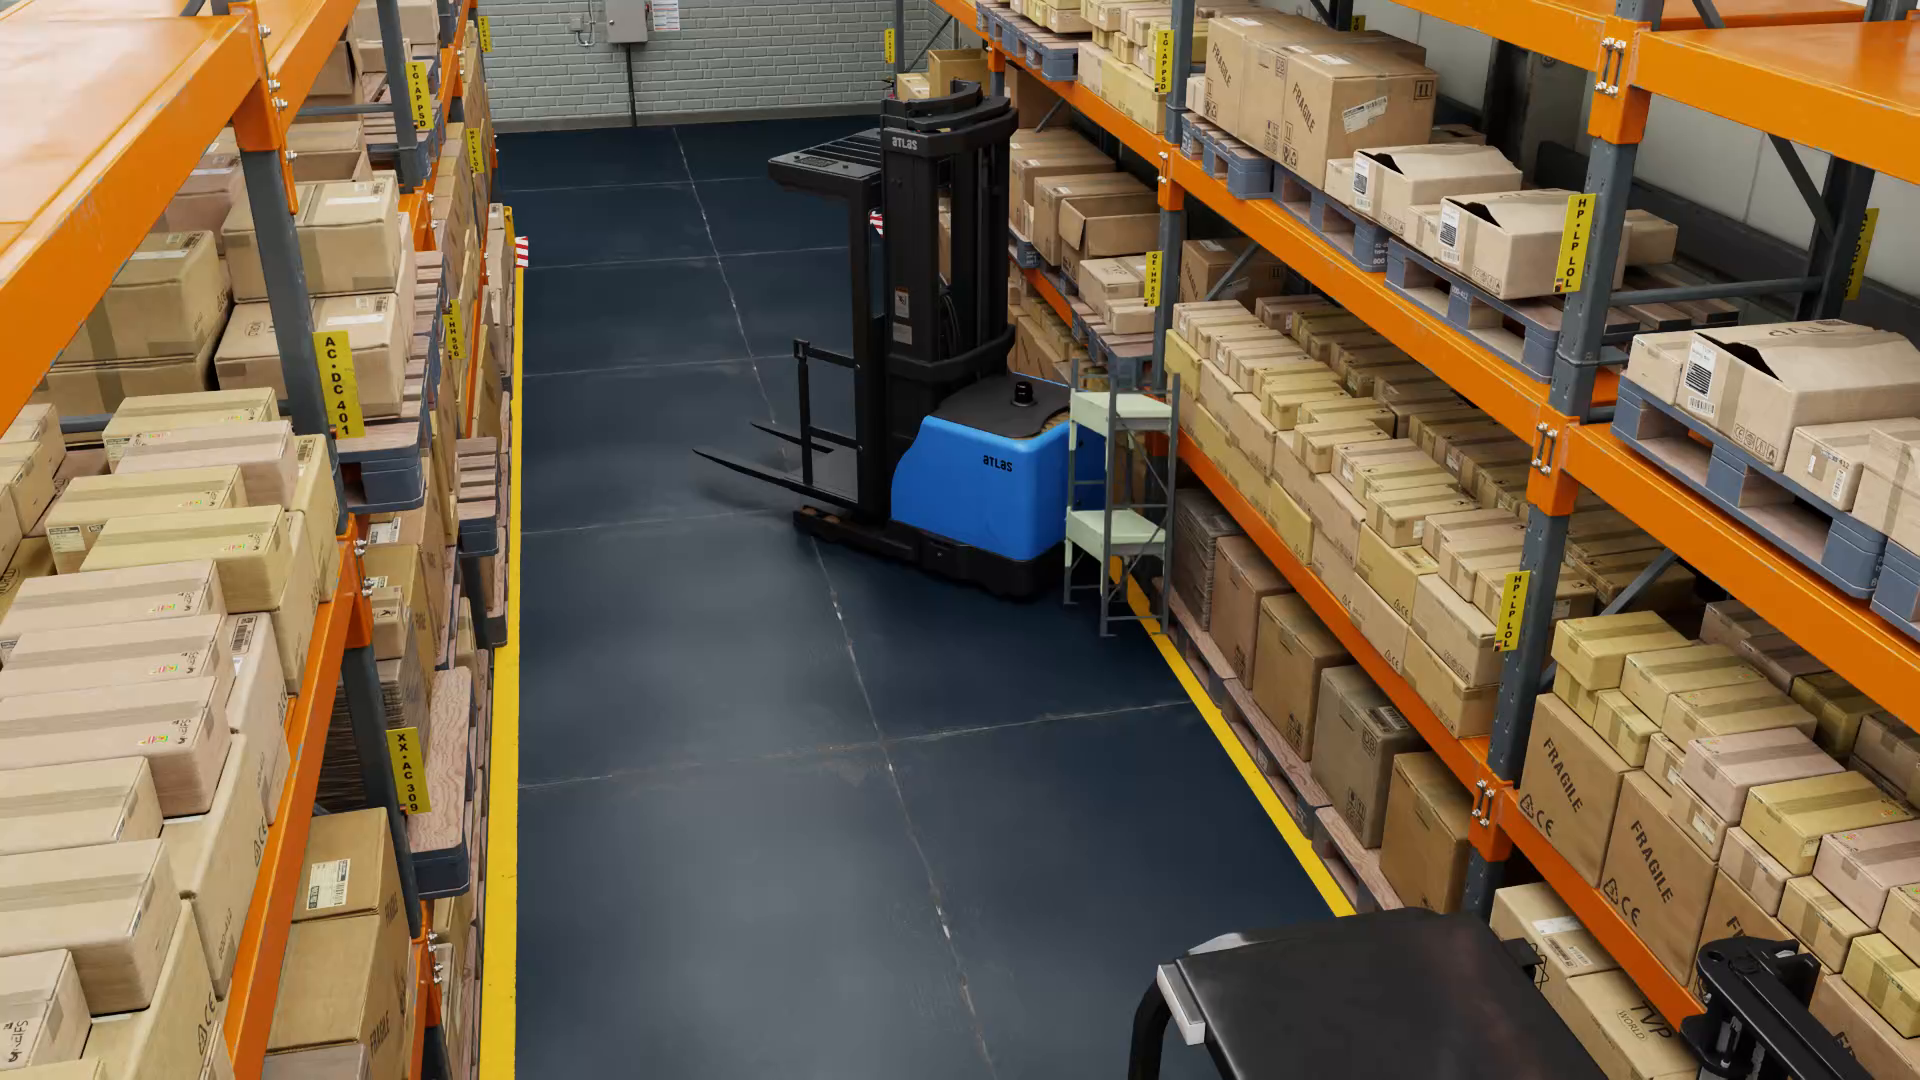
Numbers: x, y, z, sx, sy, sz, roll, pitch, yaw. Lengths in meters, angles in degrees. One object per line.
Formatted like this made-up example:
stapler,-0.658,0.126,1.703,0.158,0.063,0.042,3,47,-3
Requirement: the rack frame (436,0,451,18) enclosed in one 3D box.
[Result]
rack frame,-4.101,-5.001,11.019,1.000,3.000,0.127,-6,27,-12

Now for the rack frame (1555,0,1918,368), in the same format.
rack frame,2.537,-1.995,5.062,1.000,3.000,0.127,-6,27,-12

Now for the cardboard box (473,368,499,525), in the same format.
cardboard box,-3.471,-0.510,10.670,0.875,0.875,0.875,-6,27,-11

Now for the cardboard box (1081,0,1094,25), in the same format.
cardboard box,0.978,-3.346,10.462,0.380,0.149,0.250,-6,27,-11

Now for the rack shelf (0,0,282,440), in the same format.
rack shelf,-1.847,-0.289,2.484,1.077,0.370,4.000,-6,27,-12

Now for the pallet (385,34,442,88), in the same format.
pallet,-3.846,-3.179,10.950,0.805,0.209,1.217,-7,28,-14

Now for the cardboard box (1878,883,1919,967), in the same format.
cardboard box,2.761,1.051,4.524,0.380,0.149,0.250,-6,27,-11

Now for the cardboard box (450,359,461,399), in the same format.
cardboard box,-3.073,-0.971,9.303,0.500,0.250,0.500,-6,27,-12

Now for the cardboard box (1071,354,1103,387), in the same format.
cardboard box,1.006,-1.210,11.753,0.380,0.149,0.250,-7,28,-14

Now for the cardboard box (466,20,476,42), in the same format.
cardboard box,-4.505,-4.509,14.760,0.380,0.149,0.250,-6,27,-12

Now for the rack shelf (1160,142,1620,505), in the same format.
rack shelf,2.087,-1.213,7.640,1.077,0.370,4.000,-6,27,-12

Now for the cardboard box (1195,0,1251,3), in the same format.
cardboard box,1.583,-3.292,10.355,0.380,0.149,0.250,-6,27,-12

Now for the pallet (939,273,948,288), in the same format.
pallet,0.302,-2.422,15.661,1.003,0.211,1.213,-6,27,-12

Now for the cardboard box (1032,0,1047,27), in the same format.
cardboard box,0.695,-3.556,11.185,0.380,0.149,0.250,-5,27,-10

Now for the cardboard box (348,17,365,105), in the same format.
cardboard box,-3.607,-2.554,8.921,0.700,0.500,0.500,-7,28,-14

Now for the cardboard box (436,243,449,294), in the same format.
cardboard box,-3.072,-1.300,9.122,0.500,0.500,0.500,-7,28,-13

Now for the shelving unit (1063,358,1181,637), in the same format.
shelving unit,0.928,-0.267,9.693,0.431,1.500,0.755,-2,13,-13

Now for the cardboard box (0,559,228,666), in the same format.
cardboard box,-1.764,0.179,3.479,0.380,0.149,0.250,-6,28,-13

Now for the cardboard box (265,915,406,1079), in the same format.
cardboard box,-1.833,1.406,4.540,0.500,0.500,0.500,-5,27,-10

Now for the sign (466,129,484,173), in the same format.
sign,-3.574,-2.864,12.245,0.100,0.325,0.005,-6,27,-12

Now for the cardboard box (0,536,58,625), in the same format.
cardboard box,-2.340,0.230,3.819,0.500,0.250,0.500,-6,27,-12

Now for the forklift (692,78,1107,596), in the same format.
forklift,-0.503,-1.476,10.767,3.031,2.935,1.130,18,32,32

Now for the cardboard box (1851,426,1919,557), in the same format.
cardboard box,2.576,-0.146,4.299,0.396,0.266,0.258,-7,28,-13

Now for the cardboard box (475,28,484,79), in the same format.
cardboard box,-4.661,-4.383,15.230,0.500,0.500,0.500,-5,27,-10

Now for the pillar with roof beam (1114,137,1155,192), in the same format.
pillar with roof beam,-2.739,-5.467,11.941,9.100,9.000,0.400,-6,27,-12

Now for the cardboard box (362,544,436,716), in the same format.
cardboard box,-2.237,0.369,6.129,0.500,0.500,0.500,-6,27,-11

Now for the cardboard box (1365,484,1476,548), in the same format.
cardboard box,1.976,-0.105,7.144,0.380,0.149,0.250,-7,28,-13

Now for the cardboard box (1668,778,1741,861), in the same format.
cardboard box,2.482,0.856,5.240,0.380,0.149,0.250,-5,27,-10

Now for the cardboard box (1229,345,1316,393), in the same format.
cardboard box,1.636,-0.897,8.713,0.380,0.149,0.250,-6,27,-11

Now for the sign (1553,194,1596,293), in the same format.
sign,2.011,-0.968,5.433,0.100,0.325,0.005,-6,27,-12

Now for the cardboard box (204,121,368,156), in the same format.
cardboard box,-2.995,-1.534,7.367,0.700,0.500,0.500,-6,27,-12

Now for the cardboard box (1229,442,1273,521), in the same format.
cardboard box,1.729,-0.340,8.607,0.500,0.250,0.500,-7,28,-13

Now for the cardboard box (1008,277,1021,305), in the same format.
cardboard box,0.556,-2.006,13.329,0.380,0.149,0.250,-5,27,-9

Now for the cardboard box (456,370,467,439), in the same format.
cardboard box,-3.064,-0.741,9.401,0.500,0.250,0.500,-6,27,-12

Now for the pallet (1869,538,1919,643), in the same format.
pallet,3.026,0.290,3.962,1.003,0.211,1.213,-6,27,-12

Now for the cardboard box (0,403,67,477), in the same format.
cardboard box,-2.545,-0.223,4.274,0.380,0.149,0.250,-6,27,-13

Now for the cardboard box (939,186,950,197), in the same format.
cardboard box,-0.121,-3.380,16.768,0.797,0.503,0.637,-7,28,-14

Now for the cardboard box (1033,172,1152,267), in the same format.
cardboard box,0.919,-2.254,11.656,0.700,0.500,0.500,-6,27,-12

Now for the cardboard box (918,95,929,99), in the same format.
cardboard box,-0.096,-3.981,15.491,0.500,0.250,0.500,-6,27,-13

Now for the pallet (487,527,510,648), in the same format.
pallet,-3.303,0.324,10.221,1.003,0.211,1.213,-6,27,-12

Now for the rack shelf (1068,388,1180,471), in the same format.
rack shelf,0.936,-0.648,9.609,0.431,0.370,0.720,-2,13,-13

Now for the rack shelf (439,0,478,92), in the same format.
rack shelf,-4.551,-4.219,13.596,1.077,0.370,4.000,-6,27,-12

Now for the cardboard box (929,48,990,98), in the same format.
cardboard box,0.011,-4.100,14.896,0.500,0.500,0.500,-5,27,-10

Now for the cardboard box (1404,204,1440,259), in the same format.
cardboard box,1.994,-1.228,6.573,0.380,0.149,0.250,-6,27,-12

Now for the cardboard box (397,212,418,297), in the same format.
cardboard box,-2.289,-1.009,6.139,0.500,0.250,0.500,-6,27,-12

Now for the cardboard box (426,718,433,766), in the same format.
cardboard box,-2.162,0.728,6.137,0.380,0.149,0.250,-5,27,-11

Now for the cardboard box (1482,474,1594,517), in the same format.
cardboard box,2.525,-0.170,7.274,0.380,0.149,0.250,-6,27,-12

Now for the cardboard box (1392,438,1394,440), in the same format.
cardboard box,2.341,-0.394,8.160,0.500,0.250,0.500,-6,27,-13

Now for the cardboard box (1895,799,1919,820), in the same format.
cardboard box,3.063,0.916,5.122,0.380,0.149,0.250,-5,27,-10

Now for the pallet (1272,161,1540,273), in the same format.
pallet,2.131,-1.548,7.715,1.003,0.211,1.213,-5,27,-9

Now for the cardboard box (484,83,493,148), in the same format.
cardboard box,-4.636,-3.939,15.461,0.500,0.500,0.500,-6,27,-11

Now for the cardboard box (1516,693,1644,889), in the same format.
cardboard box,2.383,0.860,5.953,0.500,0.500,0.500,-7,28,-13

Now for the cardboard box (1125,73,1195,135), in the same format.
cardboard box,1.284,-2.546,9.649,0.500,0.250,0.500,-7,28,-13

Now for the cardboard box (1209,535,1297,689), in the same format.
cardboard box,1.918,0.361,9.222,0.875,0.625,0.625,-5,27,-10

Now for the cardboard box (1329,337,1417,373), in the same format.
cardboard box,2.197,-0.961,8.840,0.380,0.149,0.250,-6,28,-13

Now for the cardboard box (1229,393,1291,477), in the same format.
cardboard box,1.710,-0.558,8.485,0.500,0.250,0.500,-7,28,-13

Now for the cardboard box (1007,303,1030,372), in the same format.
cardboard box,0.624,-1.665,13.375,0.500,0.500,0.500,-5,27,-9
